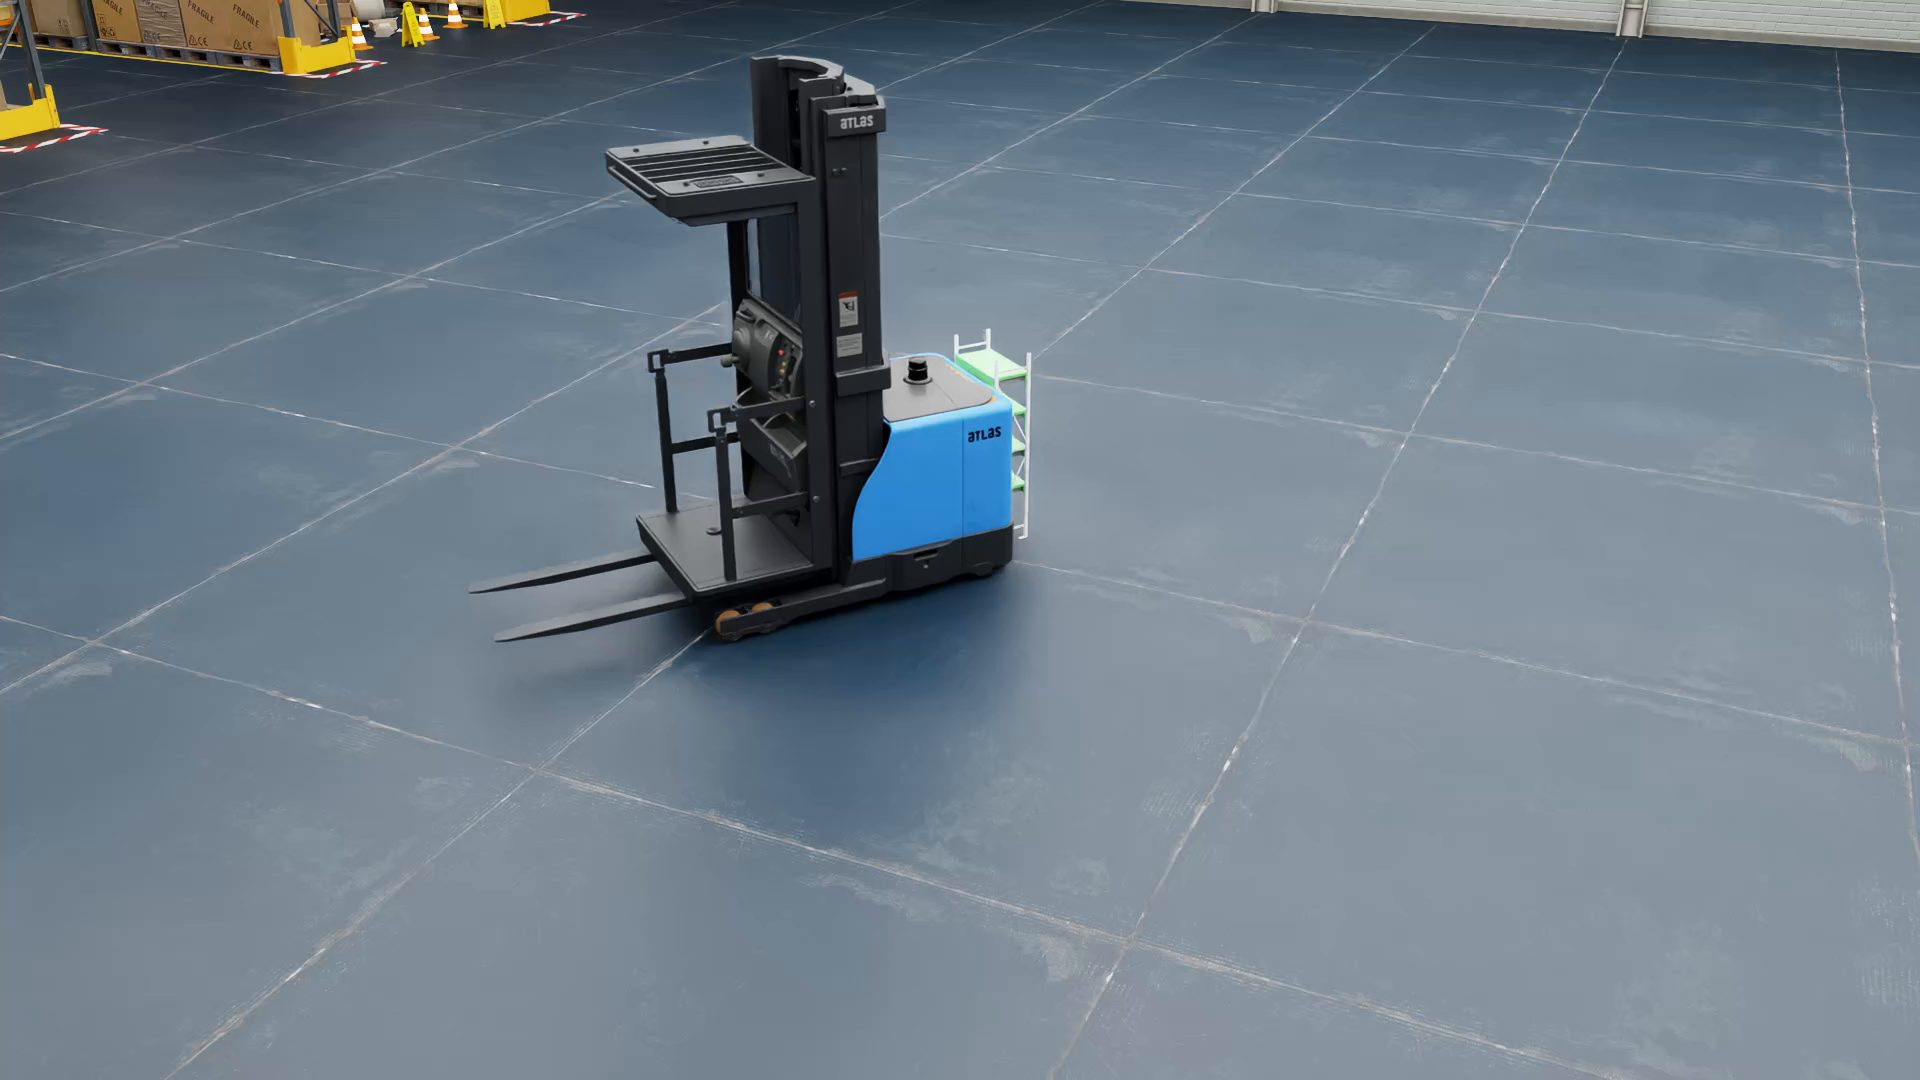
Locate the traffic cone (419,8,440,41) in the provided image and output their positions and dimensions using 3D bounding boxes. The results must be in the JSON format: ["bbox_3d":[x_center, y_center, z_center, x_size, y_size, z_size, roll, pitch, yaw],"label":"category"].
[{"bbox_3d":[-8.483,-8.184,26.348,0.334,0.463,0.336,11,28,22],"label":"traffic cone"}]

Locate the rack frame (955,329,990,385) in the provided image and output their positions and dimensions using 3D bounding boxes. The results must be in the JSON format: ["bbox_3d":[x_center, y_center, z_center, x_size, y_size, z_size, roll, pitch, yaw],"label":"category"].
[{"bbox_3d":[0.076,-0.723,10.359,0.240,1.200,0.015,-14,29,-25],"label":"rack frame"}]

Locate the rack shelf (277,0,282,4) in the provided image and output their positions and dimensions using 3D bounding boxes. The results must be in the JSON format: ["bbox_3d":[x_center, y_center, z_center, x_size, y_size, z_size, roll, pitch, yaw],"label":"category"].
[{"bbox_3d":[-11.185,-8.305,24.536,4.000,0.370,1.077,11,28,22],"label":"rack shelf"}]

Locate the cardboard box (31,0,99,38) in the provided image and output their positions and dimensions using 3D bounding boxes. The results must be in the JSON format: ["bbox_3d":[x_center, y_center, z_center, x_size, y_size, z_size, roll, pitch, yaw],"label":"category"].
[{"bbox_3d":[-13.608,-8.250,25.681,0.750,0.750,1.050,11,28,22],"label":"cardboard box"}]

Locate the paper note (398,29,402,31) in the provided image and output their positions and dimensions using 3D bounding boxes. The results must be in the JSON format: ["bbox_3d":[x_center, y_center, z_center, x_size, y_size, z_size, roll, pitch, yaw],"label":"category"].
[{"bbox_3d":[-9.092,-8.311,27.096,0.142,0.019,0.148,2,26,4],"label":"paper note"}]

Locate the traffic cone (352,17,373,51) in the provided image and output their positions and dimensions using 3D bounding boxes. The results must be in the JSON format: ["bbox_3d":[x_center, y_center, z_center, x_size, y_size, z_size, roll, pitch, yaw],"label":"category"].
[{"bbox_3d":[-9.260,-7.792,25.552,0.334,0.463,0.336,11,28,22],"label":"traffic cone"}]

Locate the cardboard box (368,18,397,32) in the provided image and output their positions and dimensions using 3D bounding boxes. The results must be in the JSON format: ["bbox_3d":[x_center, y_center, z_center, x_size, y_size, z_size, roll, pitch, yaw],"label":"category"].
[{"bbox_3d":[-9.436,-8.419,27.181,0.380,0.149,0.250,-18,31,-31],"label":"cardboard box"}]

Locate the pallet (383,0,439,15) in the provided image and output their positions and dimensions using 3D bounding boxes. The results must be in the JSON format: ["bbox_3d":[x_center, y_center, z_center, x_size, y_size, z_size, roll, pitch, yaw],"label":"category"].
[{"bbox_3d":[-9.308,-9.420,29.144,1.213,0.211,1.003,11,28,22],"label":"pallet"}]

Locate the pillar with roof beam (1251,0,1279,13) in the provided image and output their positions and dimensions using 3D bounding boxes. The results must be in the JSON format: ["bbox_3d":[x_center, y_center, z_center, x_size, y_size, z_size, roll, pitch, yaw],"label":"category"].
[{"bbox_3d":[3.524,-11.523,23.467,0.400,9.000,9.100,11,28,22],"label":"pillar with roof beam"}]

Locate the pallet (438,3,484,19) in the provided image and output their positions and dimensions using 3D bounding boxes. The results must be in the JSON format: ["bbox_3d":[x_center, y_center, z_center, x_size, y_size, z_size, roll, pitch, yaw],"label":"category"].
[{"bbox_3d":[-8.202,-9.196,28.690,1.213,0.211,1.003,11,28,22],"label":"pallet"}]

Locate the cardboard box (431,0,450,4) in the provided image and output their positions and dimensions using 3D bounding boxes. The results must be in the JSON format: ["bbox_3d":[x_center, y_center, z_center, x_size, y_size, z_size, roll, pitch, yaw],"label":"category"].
[{"bbox_3d":[-8.723,-9.363,28.509,0.500,0.250,0.500,11,28,22],"label":"cardboard box"}]

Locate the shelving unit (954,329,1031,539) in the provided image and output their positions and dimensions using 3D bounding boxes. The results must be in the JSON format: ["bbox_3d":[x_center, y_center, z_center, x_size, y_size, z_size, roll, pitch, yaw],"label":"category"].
[{"bbox_3d":[0.192,-0.628,10.167,0.258,1.200,0.503,-14,29,-25],"label":"shelving unit"}]

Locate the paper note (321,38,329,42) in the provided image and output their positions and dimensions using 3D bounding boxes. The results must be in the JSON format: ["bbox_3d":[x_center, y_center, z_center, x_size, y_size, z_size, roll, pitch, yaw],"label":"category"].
[{"bbox_3d":[-10.052,-7.891,26.244,0.142,0.017,0.144,23,35,39],"label":"paper note"}]

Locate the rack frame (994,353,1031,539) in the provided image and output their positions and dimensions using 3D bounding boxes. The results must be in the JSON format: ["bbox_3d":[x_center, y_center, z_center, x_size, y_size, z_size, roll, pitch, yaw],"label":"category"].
[{"bbox_3d":[0.309,-0.533,9.975,0.240,1.200,0.015,-14,29,-25],"label":"rack frame"}]

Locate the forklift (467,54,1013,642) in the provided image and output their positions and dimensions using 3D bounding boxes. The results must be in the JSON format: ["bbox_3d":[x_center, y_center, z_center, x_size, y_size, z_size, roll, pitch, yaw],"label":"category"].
[{"bbox_3d":[-1.234,-1.026,9.015,3.031,2.935,1.130,-13,29,-24],"label":"forklift"}]

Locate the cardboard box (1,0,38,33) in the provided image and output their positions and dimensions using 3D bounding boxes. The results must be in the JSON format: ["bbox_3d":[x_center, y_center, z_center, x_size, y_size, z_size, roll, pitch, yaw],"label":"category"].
[{"bbox_3d":[-14.485,-8.427,26.043,0.750,0.750,1.050,11,28,22],"label":"cardboard box"}]

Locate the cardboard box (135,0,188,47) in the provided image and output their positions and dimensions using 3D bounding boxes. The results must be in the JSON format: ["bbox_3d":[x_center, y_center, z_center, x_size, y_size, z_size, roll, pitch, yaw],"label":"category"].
[{"bbox_3d":[-11.640,-7.922,24.874,0.875,0.875,0.875,12,28,22],"label":"cardboard box"}]

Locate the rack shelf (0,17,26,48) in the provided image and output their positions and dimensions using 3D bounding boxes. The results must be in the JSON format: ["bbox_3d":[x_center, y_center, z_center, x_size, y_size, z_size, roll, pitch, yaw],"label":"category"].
[{"bbox_3d":[-13.331,-6.329,20.523,4.000,0.370,1.077,11,28,22],"label":"rack shelf"}]

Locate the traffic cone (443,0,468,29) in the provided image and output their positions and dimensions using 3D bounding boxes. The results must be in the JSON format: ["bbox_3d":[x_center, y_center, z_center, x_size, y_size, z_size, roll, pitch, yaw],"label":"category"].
[{"bbox_3d":[-8.333,-8.692,27.381,0.334,0.463,0.336,11,28,22],"label":"traffic cone"}]

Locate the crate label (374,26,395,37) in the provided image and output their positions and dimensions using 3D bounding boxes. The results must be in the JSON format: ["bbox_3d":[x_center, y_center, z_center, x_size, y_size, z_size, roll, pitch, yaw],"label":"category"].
[{"bbox_3d":[-9.225,-8.157,26.662,0.298,0.136,0.250,-2,26,-5],"label":"crate label"}]

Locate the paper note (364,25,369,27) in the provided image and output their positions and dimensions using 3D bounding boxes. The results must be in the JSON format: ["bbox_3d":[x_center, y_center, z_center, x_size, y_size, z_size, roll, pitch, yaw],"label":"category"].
[{"bbox_3d":[-9.803,-8.521,27.536,0.142,0.019,0.148,23,35,39],"label":"paper note"}]

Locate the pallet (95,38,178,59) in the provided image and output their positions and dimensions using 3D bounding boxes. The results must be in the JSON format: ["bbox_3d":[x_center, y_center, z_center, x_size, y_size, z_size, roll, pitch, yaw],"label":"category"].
[{"bbox_3d":[-12.346,-7.572,25.390,1.213,0.211,1.003,11,28,22],"label":"pallet"}]

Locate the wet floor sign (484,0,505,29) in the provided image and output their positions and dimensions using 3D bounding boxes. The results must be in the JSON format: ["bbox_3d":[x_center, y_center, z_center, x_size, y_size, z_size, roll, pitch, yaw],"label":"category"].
[{"bbox_3d":[-7.678,-8.749,27.290,0.232,0.644,0.267,23,35,39],"label":"wet floor sign"}]

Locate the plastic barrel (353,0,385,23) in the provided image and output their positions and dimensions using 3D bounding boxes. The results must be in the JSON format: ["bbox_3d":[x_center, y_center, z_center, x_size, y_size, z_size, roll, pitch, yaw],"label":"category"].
[{"bbox_3d":[-9.915,-8.884,27.814,0.512,0.421,0.421,-12,29,-23],"label":"plastic barrel"}]

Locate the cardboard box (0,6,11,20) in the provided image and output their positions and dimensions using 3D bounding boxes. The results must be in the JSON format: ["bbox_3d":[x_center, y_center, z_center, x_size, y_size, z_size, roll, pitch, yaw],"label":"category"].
[{"bbox_3d":[-11.671,-6.321,19.977,0.250,0.149,0.380,11,28,22],"label":"cardboard box"}]

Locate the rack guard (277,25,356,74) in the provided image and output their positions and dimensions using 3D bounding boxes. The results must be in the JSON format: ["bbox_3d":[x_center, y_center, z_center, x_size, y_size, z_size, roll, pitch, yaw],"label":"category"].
[{"bbox_3d":[-9.343,-7.136,24.178,0.348,0.500,1.175,11,28,22],"label":"rack guard"}]

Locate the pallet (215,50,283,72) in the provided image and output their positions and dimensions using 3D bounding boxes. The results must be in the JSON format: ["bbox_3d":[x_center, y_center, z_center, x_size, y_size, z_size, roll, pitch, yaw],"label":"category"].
[{"bbox_3d":[-10.125,-7.125,24.484,1.213,0.211,1.003,11,28,22],"label":"pallet"}]

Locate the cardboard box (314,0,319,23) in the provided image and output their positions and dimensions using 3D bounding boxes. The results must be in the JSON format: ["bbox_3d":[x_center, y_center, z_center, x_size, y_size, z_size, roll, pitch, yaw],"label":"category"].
[{"bbox_3d":[-10.909,-8.682,27.161,0.503,0.637,0.797,11,28,22],"label":"cardboard box"}]

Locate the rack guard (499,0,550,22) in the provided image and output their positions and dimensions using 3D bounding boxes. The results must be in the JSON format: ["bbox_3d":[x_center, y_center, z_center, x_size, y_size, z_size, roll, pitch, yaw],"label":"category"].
[{"bbox_3d":[-7.477,-9.163,28.295,0.348,0.500,1.175,11,28,22],"label":"rack guard"}]

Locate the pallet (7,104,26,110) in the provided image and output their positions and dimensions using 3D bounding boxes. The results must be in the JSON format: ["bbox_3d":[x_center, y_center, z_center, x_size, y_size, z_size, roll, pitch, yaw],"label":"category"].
[{"bbox_3d":[-12.304,-5.211,20.596,1.213,0.211,1.003,11,28,22],"label":"pallet"}]

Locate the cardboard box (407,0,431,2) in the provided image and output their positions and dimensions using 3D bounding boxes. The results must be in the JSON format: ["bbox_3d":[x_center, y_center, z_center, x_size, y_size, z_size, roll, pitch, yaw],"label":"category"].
[{"bbox_3d":[-9.202,-9.456,28.698,0.500,0.250,0.500,10,28,20],"label":"cardboard box"}]

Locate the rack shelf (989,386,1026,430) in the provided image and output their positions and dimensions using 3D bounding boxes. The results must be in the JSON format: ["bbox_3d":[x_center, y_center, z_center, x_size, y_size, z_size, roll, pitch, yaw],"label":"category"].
[{"bbox_3d":[0.192,-0.786,10.089,0.258,0.148,0.480,-14,29,-25],"label":"rack shelf"}]

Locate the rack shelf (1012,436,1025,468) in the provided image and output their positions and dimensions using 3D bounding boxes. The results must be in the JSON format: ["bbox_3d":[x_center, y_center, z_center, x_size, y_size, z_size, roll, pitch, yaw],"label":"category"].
[{"bbox_3d":[0.192,-0.571,10.195,0.258,0.148,0.480,-14,29,-25],"label":"rack shelf"}]

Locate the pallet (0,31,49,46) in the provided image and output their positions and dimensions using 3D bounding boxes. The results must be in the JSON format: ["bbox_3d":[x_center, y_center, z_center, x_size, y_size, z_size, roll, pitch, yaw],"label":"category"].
[{"bbox_3d":[-14.854,-8.075,26.413,1.213,0.211,1.003,11,28,22],"label":"pallet"}]

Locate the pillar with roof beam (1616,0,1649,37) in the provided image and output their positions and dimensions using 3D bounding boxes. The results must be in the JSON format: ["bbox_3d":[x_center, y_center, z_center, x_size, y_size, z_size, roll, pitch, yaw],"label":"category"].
[{"bbox_3d":[8.986,-10.426,21.239,0.400,9.000,9.100,11,28,22],"label":"pillar with roof beam"}]

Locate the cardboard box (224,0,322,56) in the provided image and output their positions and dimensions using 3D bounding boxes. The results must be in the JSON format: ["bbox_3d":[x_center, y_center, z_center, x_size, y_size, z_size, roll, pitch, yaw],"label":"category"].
[{"bbox_3d":[-10.010,-7.594,24.209,0.875,0.875,0.875,12,28,22],"label":"cardboard box"}]

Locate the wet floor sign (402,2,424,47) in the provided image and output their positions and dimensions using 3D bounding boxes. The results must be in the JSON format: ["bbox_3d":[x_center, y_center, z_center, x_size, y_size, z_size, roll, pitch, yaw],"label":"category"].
[{"bbox_3d":[-8.519,-7.996,25.761,0.232,0.644,0.267,6,27,13],"label":"wet floor sign"}]

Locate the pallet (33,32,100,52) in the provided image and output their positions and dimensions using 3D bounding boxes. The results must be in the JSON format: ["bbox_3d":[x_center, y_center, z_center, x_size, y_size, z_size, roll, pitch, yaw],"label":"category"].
[{"bbox_3d":[-13.740,-7.853,25.961,1.213,0.211,1.003,11,28,22],"label":"pallet"}]

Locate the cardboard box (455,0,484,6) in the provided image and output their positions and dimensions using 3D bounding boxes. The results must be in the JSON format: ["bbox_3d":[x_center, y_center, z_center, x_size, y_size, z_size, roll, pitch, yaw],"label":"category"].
[{"bbox_3d":[-8.277,-9.269,28.319,0.500,0.250,0.500,11,28,22],"label":"cardboard box"}]

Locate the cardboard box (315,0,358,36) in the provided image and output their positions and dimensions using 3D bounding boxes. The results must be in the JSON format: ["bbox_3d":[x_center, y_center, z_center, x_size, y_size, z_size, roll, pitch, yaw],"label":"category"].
[{"bbox_3d":[-10.055,-8.454,26.851,0.637,0.503,0.797,-7,27,-14],"label":"cardboard box"}]

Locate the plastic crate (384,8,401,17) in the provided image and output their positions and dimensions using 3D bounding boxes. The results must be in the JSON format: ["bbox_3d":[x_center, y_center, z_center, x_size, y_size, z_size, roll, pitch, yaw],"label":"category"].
[{"bbox_3d":[-9.959,-9.075,28.592,0.583,0.080,0.402,2,26,4],"label":"plastic crate"}]

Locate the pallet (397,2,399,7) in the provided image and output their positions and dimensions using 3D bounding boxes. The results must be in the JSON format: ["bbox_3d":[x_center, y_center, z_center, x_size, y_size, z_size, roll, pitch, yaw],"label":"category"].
[{"bbox_3d":[-10.423,-9.642,29.596,1.213,0.211,1.003,11,28,22],"label":"pallet"}]

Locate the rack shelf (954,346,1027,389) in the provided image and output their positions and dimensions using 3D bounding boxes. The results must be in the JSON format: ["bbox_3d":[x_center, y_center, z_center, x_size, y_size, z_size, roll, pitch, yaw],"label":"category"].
[{"bbox_3d":[0.192,-1.001,9.983,0.258,0.148,0.480,-14,29,-25],"label":"rack shelf"}]

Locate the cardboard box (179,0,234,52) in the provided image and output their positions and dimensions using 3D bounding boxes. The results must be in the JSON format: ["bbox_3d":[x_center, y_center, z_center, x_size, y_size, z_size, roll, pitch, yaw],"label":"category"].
[{"bbox_3d":[-10.811,-7.754,24.534,0.875,0.875,0.875,11,28,21],"label":"cardboard box"}]

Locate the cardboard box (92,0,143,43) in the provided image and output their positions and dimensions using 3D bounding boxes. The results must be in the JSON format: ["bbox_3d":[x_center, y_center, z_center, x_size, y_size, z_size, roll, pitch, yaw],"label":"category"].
[{"bbox_3d":[-12.463,-8.085,25.206,0.875,0.875,0.875,12,29,23],"label":"cardboard box"}]

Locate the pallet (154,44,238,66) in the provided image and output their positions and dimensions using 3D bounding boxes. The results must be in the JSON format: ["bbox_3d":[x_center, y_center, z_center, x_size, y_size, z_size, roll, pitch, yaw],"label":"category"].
[{"bbox_3d":[-11.232,-7.349,24.938,1.213,0.211,1.003,11,28,22],"label":"pallet"}]

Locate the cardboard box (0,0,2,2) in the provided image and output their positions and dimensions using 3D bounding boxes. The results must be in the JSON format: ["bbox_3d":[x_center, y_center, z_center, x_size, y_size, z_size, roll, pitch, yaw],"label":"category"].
[{"bbox_3d":[-11.999,-6.576,19.760,0.500,0.500,0.875,11,28,22],"label":"cardboard box"}]

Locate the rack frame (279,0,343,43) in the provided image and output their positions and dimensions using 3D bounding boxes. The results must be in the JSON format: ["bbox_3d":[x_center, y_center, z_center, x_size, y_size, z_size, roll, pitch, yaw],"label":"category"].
[{"bbox_3d":[-9.365,-8.262,23.635,0.127,3.000,1.000,11,28,22],"label":"rack frame"}]

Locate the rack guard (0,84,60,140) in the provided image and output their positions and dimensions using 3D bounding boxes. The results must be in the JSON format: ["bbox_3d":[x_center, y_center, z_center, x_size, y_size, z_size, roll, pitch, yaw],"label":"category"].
[{"bbox_3d":[-11.579,-5.178,20.202,0.348,0.500,1.175,11,28,22],"label":"rack guard"}]

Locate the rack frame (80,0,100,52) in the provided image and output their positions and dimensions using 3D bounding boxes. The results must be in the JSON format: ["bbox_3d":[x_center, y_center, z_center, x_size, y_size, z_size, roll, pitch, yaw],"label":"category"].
[{"bbox_3d":[-13.006,-8.993,25.120,0.127,3.000,1.000,11,28,22],"label":"rack frame"}]

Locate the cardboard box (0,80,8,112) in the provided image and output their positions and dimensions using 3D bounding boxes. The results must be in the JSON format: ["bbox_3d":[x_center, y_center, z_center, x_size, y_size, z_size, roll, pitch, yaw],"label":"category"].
[{"bbox_3d":[-12.071,-5.474,20.326,0.500,0.500,0.500,17,31,31],"label":"cardboard box"}]

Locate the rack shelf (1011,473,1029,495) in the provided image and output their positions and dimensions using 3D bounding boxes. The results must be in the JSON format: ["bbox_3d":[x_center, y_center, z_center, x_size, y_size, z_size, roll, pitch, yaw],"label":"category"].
[{"bbox_3d":[0.192,-0.355,10.301,0.258,0.148,0.480,-14,29,-25],"label":"rack shelf"}]

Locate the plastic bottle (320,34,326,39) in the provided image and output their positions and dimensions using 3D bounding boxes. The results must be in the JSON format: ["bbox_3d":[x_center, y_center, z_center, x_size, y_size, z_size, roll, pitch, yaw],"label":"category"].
[{"bbox_3d":[-10.264,-8.027,26.485,0.283,0.061,0.133,2,26,4],"label":"plastic bottle"}]

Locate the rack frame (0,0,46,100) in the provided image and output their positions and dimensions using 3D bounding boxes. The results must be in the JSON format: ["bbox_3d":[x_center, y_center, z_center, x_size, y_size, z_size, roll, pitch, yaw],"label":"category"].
[{"bbox_3d":[-11.510,-6.286,19.621,0.127,3.000,1.000,11,28,22],"label":"rack frame"}]
